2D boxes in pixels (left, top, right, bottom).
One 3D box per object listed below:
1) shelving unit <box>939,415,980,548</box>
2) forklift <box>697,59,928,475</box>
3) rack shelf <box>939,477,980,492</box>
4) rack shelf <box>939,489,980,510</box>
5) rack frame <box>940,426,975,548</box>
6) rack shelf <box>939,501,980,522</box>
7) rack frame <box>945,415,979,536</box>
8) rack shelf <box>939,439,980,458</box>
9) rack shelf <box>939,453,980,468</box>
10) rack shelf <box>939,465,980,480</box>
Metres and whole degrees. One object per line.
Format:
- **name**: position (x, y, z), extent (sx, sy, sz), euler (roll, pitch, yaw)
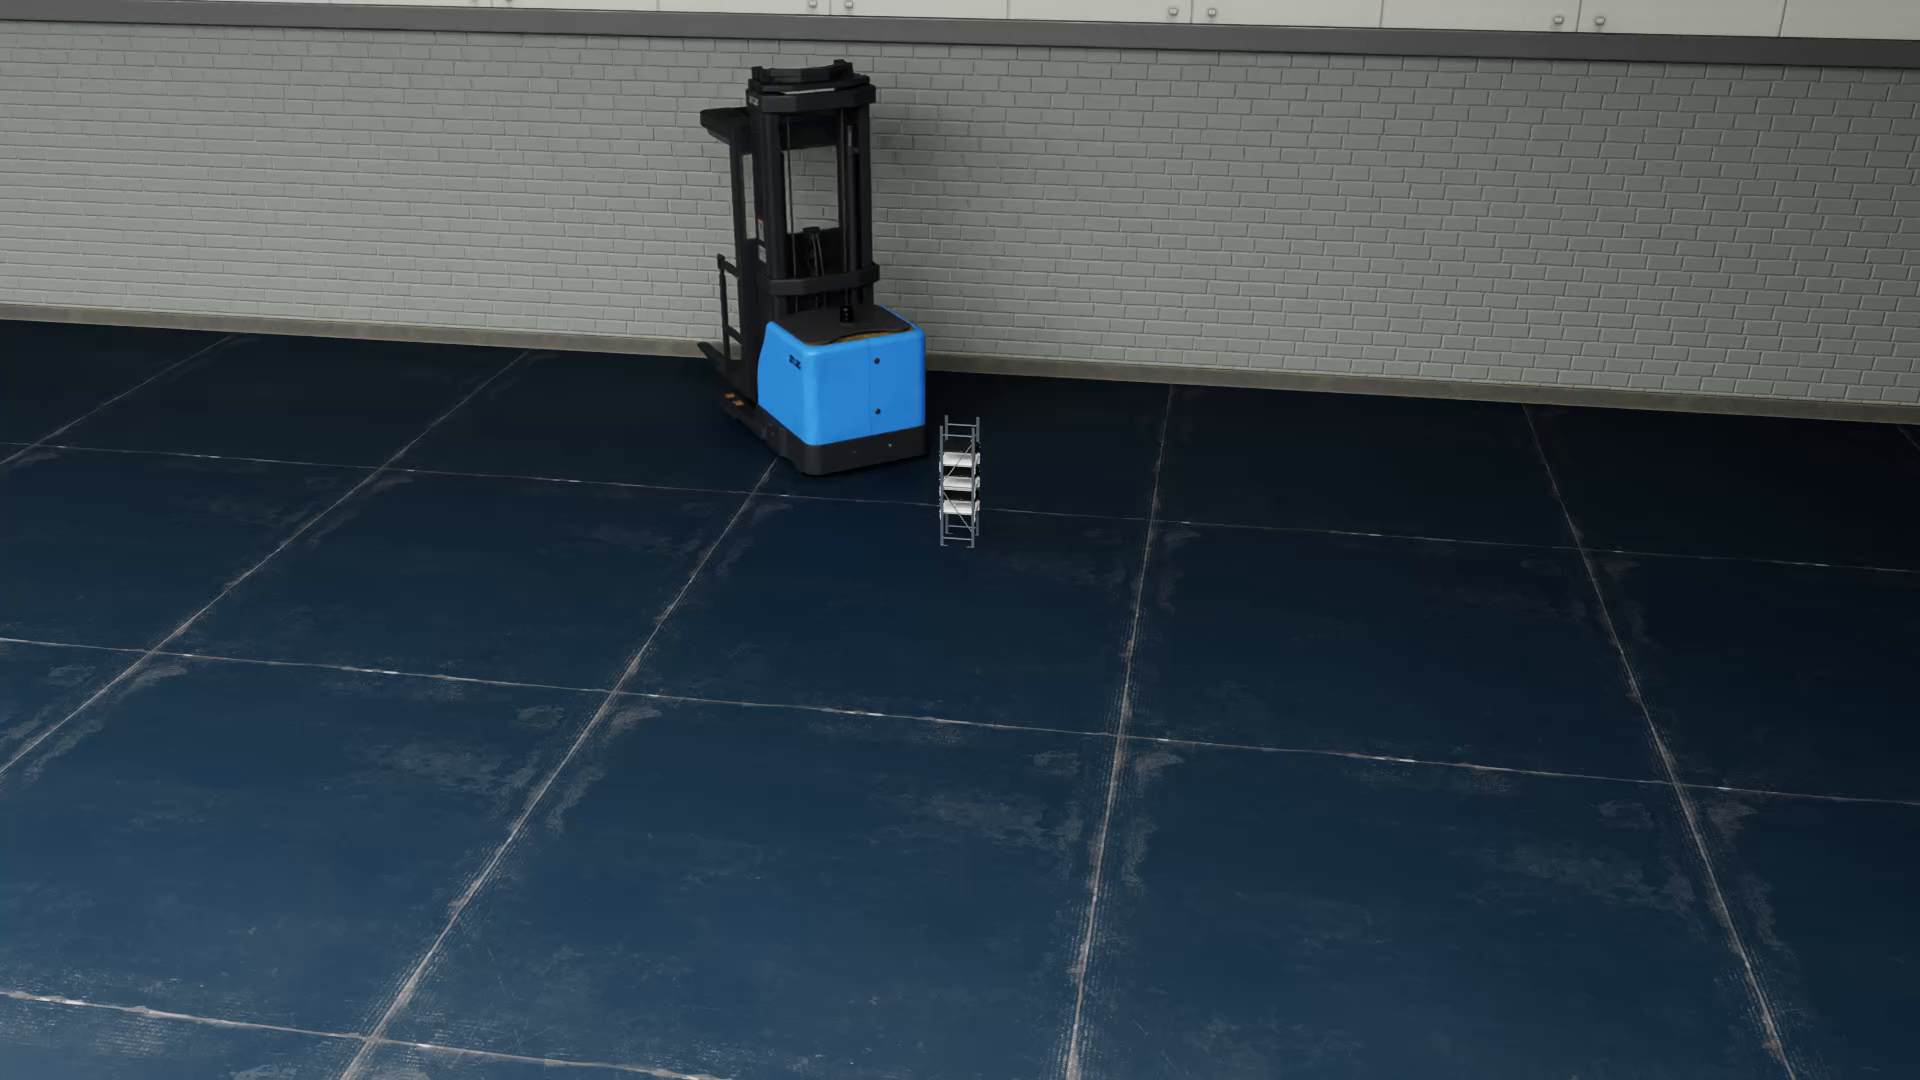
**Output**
- **shelving unit**: position (-0.001, -0.404, 11.596), extent (0.258, 0.900, 0.210), euler (4, 25, 9)
- **forklift**: position (-1.383, -2.411, 13.487), extent (1.130, 2.935, 3.031), euler (-13, 28, -25)
- **rack shelf**: position (-0.001, -0.374, 11.610), extent (0.258, 0.077, 0.200), euler (4, 25, 9)
- **rack shelf**: position (-0.001, -0.292, 11.649), extent (0.258, 0.077, 0.200), euler (4, 25, 9)
- **rack frame**: position (-0.018, -0.362, 11.505), extent (0.240, 0.900, 0.006), euler (4, 25, 9)
- **rack shelf**: position (-0.001, -0.211, 11.687), extent (0.258, 0.077, 0.200), euler (4, 25, 9)
- **rack frame**: position (0.015, -0.447, 11.687), extent (0.240, 0.900, 0.006), euler (4, 25, 9)
- **rack shelf**: position (-0.001, -0.619, 11.496), extent (0.258, 0.077, 0.200), euler (4, 25, 9)
- **rack shelf**: position (-0.001, -0.537, 11.534), extent (0.258, 0.077, 0.200), euler (4, 25, 9)
- **rack shelf**: position (-0.001, -0.455, 11.572), extent (0.258, 0.077, 0.200), euler (4, 25, 9)
